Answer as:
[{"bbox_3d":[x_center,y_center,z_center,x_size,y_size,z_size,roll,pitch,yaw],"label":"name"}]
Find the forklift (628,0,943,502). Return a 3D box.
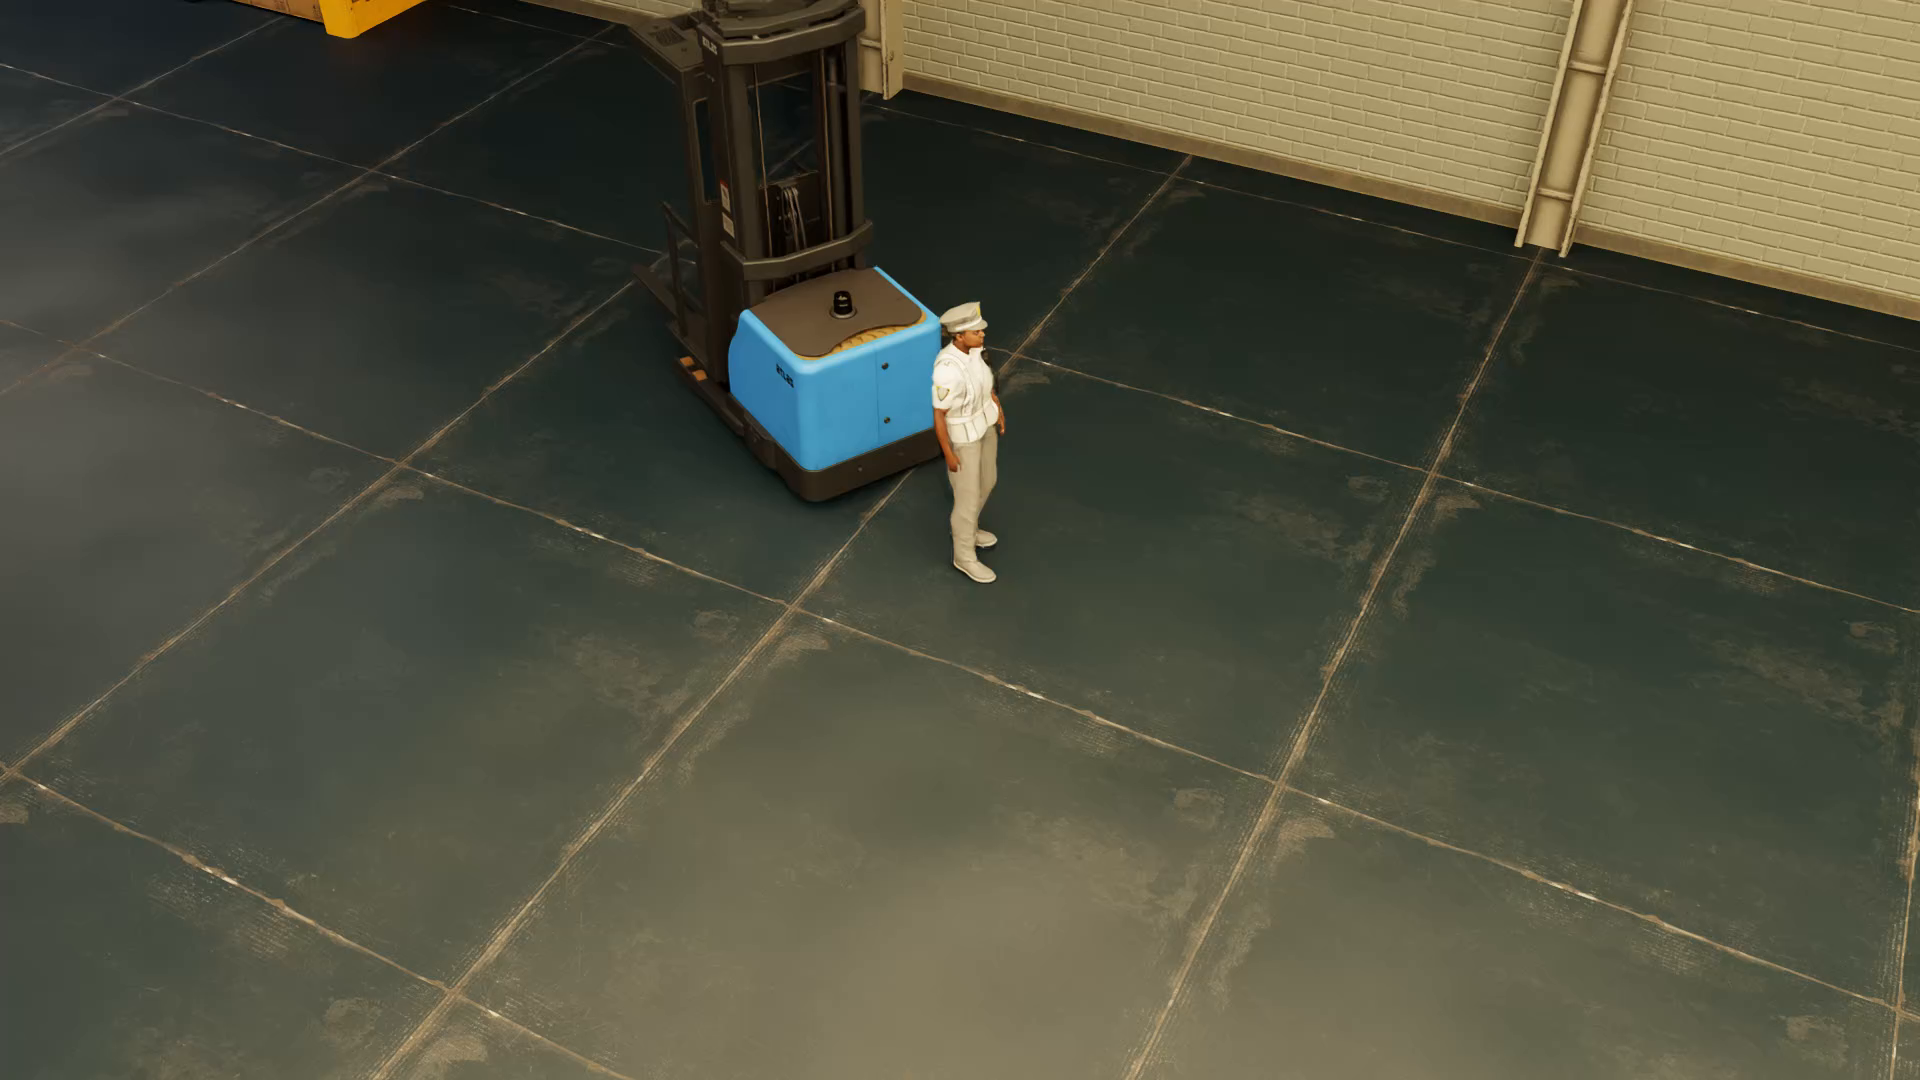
[{"bbox_3d":[-1.328,-2.278,10.691,1.130,2.935,3.031,-23,45,-25],"label":"forklift"}]

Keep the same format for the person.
[{"bbox_3d":[0.101,-0.605,9.689,0.528,1.685,0.593,21,44,23],"label":"person"}]
